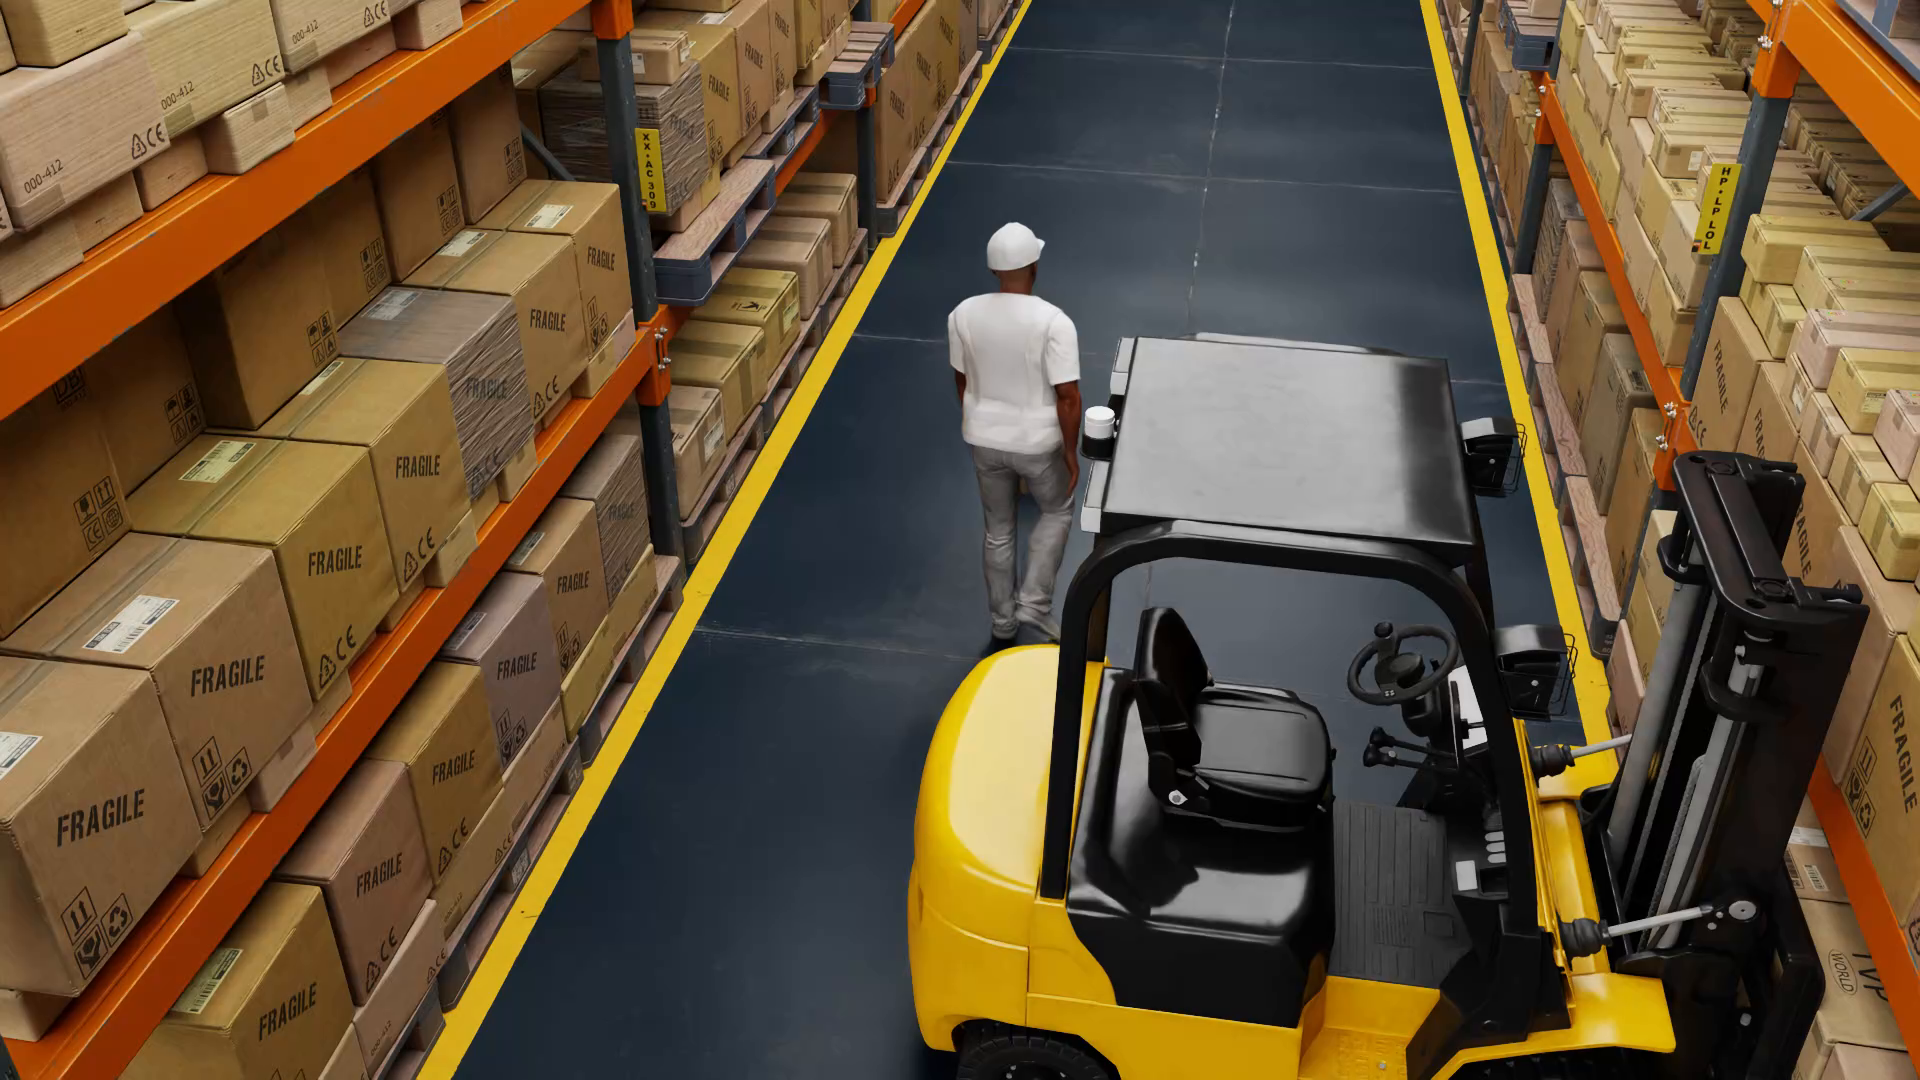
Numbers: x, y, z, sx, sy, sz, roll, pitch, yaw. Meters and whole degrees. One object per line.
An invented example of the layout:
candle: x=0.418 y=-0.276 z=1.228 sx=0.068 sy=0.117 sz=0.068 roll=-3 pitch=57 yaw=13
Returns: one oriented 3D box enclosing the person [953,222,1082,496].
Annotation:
person: x=0.244 y=-0.713 z=6.579 sx=0.583 sy=1.065 sz=0.442 roll=11 pitch=34 yaw=17
